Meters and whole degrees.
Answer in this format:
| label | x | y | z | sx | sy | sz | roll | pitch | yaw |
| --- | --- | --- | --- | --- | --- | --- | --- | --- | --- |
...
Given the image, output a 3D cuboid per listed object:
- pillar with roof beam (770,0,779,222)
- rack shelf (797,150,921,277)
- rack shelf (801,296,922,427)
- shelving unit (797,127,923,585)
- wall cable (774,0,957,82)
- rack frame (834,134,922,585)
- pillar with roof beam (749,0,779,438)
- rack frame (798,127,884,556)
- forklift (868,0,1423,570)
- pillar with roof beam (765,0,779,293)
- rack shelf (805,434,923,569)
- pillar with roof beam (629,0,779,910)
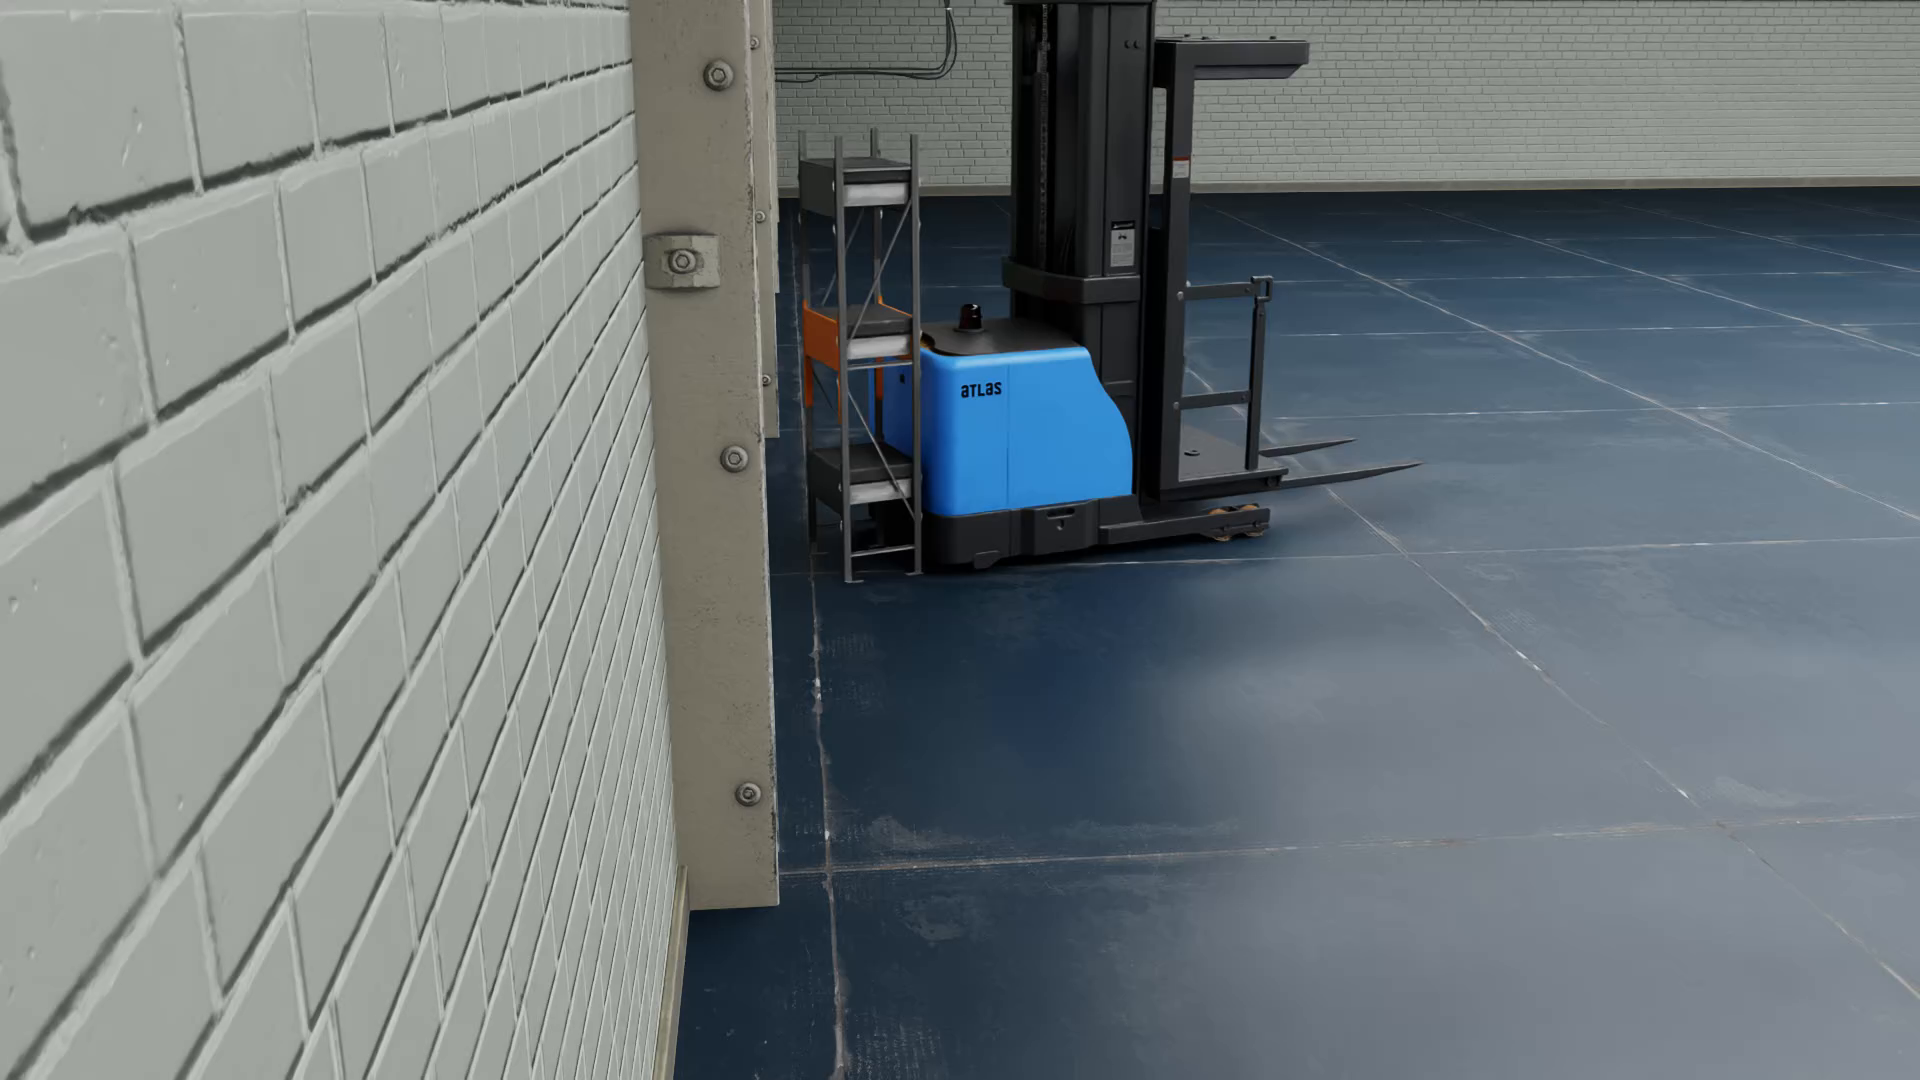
| label | x | y | z | sx | sy | sz | roll | pitch | yaw |
| --- | --- | --- | --- | --- | --- | --- | --- | --- | --- |
| pillar with roof beam | 1.696 | -8.722 | 21.435 | 9.100 | 9.000 | 0.400 | -2 | 18 | -6 |
| rack shelf | -0.474 | -1.534 | 7.765 | 0.431 | 0.518 | 0.480 | -8 | 19 | -23 |
| rack shelf | -0.474 | -0.866 | 7.975 | 0.431 | 0.518 | 0.480 | -8 | 19 | -23 |
| shelving unit | -0.474 | -0.879 | 7.971 | 0.431 | 2.100 | 0.503 | -8 | 19 | -23 |
| wall cable | -1.575 | -8.026 | 24.402 | 3.097 | 2.526 | 0.112 | -2 | 18 | -6 |
| rack frame | -0.373 | -0.812 | 7.759 | 0.400 | 2.100 | 0.015 | -8 | 19 | -23 |
| pillar with roof beam | 2.934 | -5.147 | 10.047 | 9.100 | 9.000 | 0.400 | -2 | 18 | -6 |
| rack frame | -0.575 | -0.945 | 8.182 | 0.400 | 2.100 | 0.015 | -8 | 19 | -23 |
| forklift | 1.074 | -1.527 | 8.646 | 3.031 | 2.935 | 1.130 | -7 | 19 | -23 |
| pillar with roof beam | 2.315 | -6.934 | 15.741 | 9.100 | 9.000 | 0.400 | -2 | 18 | -6 |
| rack shelf | -0.474 | -0.198 | 8.184 | 0.431 | 0.518 | 0.480 | -8 | 19 | -23 |
| pillar with roof beam | 3.552 | -3.359 | 4.353 | 9.100 | 9.000 | 0.400 | -2 | 18 | -6 |
